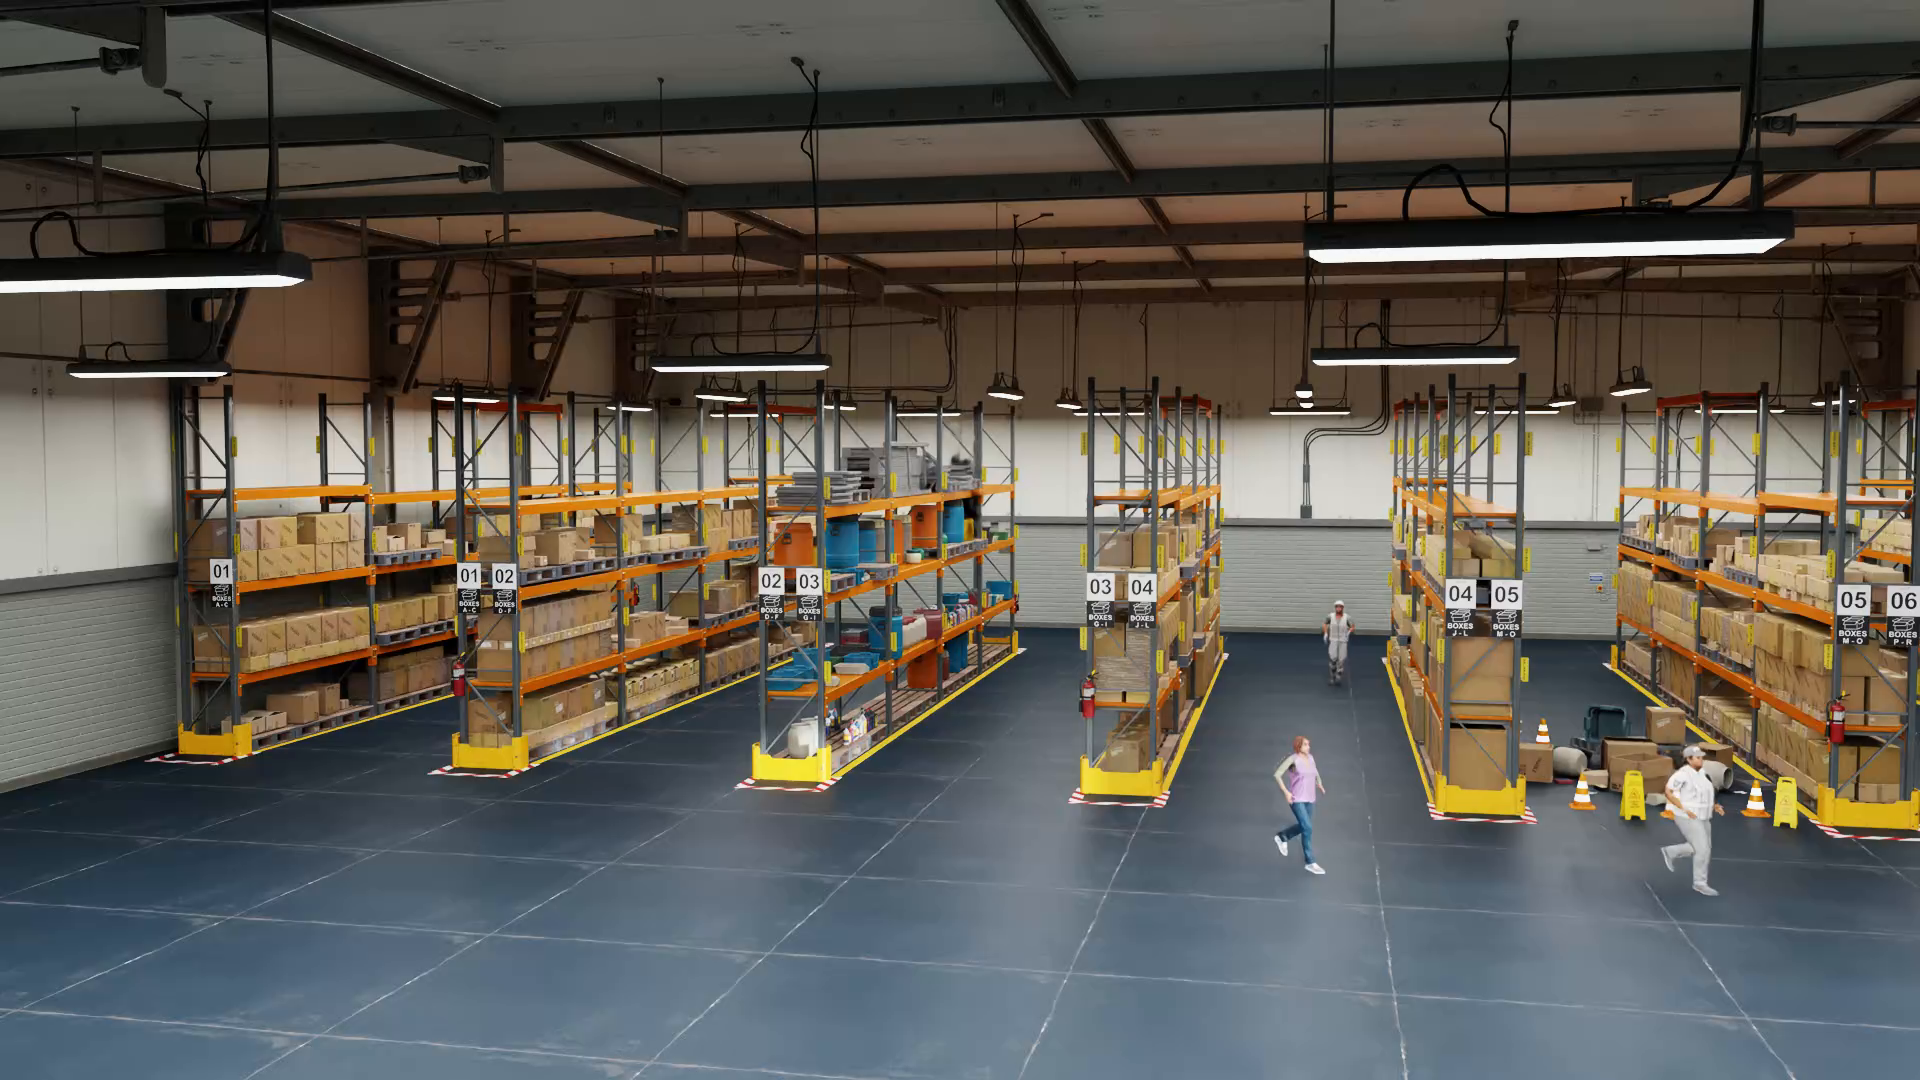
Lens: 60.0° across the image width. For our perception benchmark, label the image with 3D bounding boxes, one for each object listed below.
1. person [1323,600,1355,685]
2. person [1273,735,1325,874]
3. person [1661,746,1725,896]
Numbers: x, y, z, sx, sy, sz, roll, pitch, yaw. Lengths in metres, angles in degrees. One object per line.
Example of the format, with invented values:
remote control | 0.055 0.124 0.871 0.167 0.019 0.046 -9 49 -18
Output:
person | 7.973 2.161 34.983 0.648 1.784 0.695 1 3 10
person | 4.014 3.095 19.715 0.559 1.586 0.855 -2 4 -33
person | 8.251 3.146 18.826 0.607 1.651 0.745 -2 4 -36
